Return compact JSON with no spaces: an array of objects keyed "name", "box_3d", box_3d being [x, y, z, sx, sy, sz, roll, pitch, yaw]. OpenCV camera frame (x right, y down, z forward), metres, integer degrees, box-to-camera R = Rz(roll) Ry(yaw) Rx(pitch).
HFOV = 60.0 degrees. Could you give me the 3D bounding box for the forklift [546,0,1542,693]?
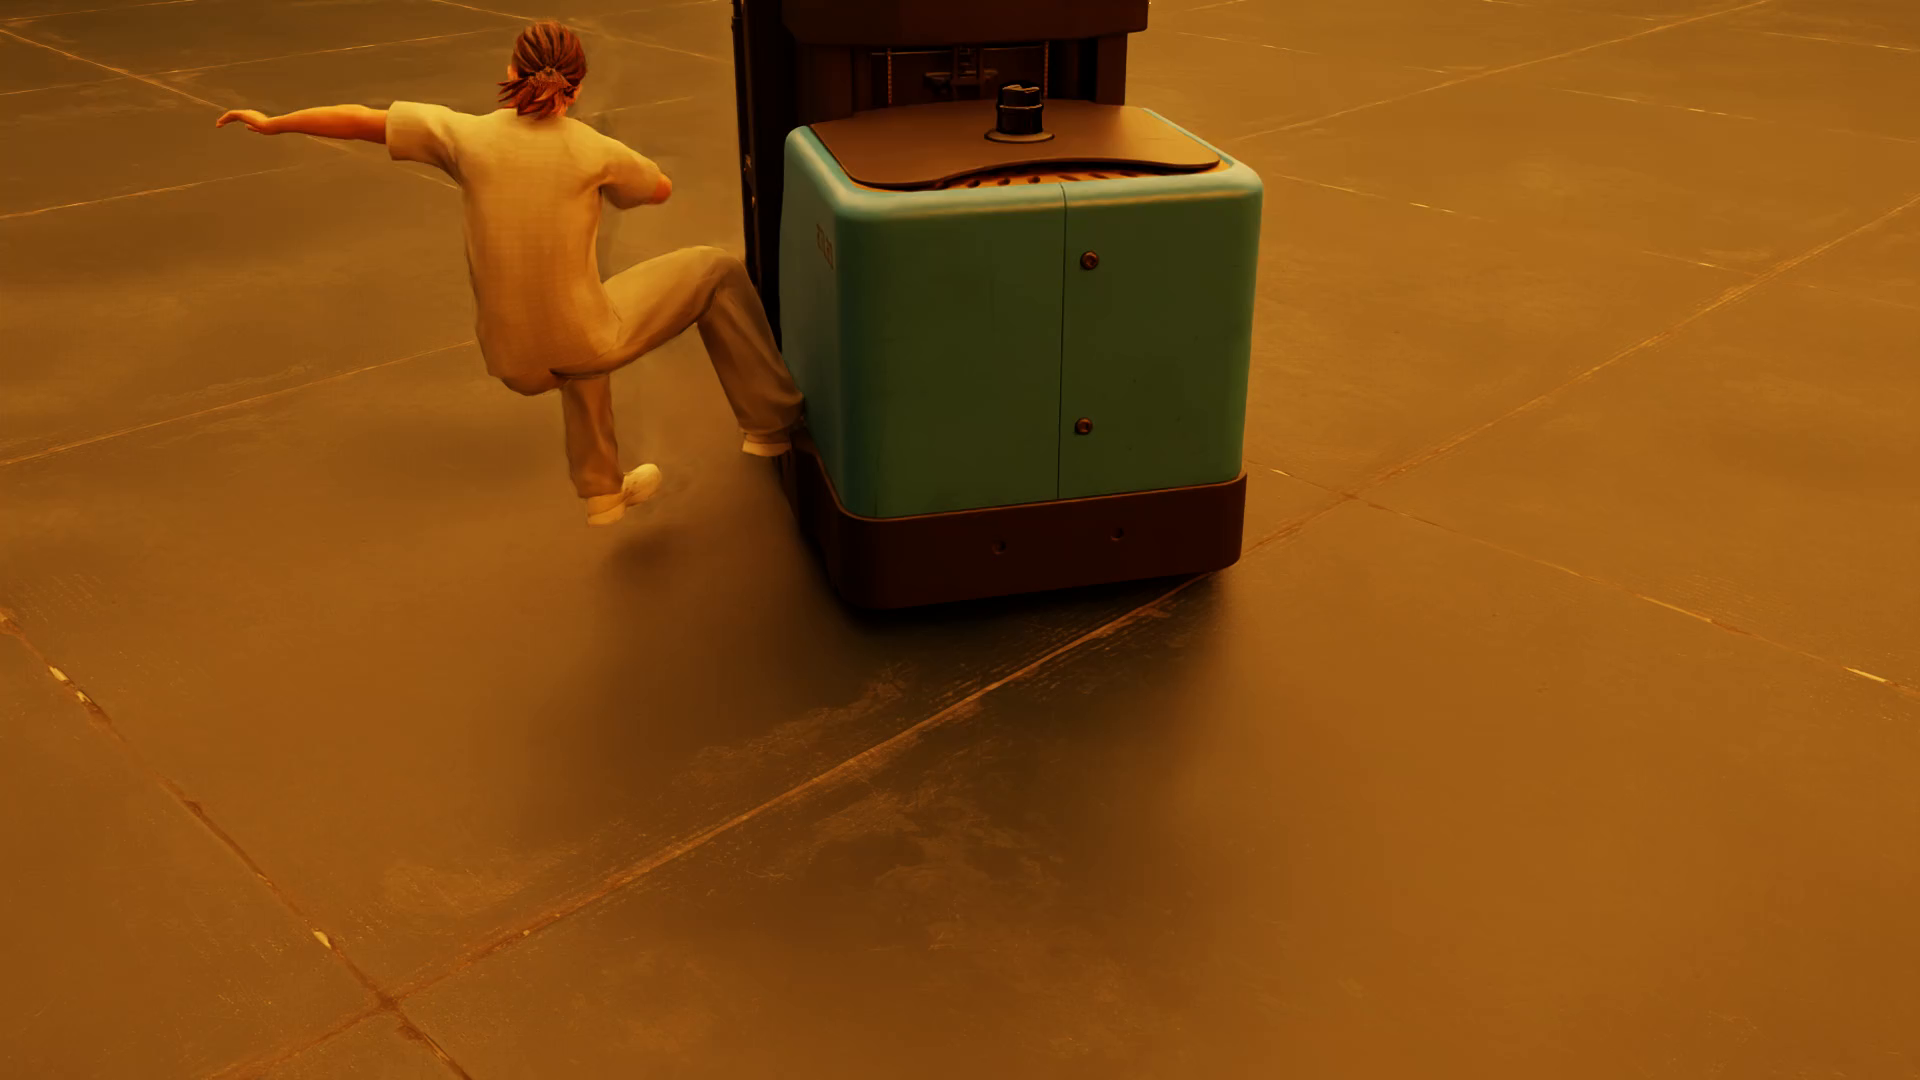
[{"name":"forklift","box_3d":[0.481,-1.482,4.236,3.031,2.935,1.130,-19,32,-33]}]
